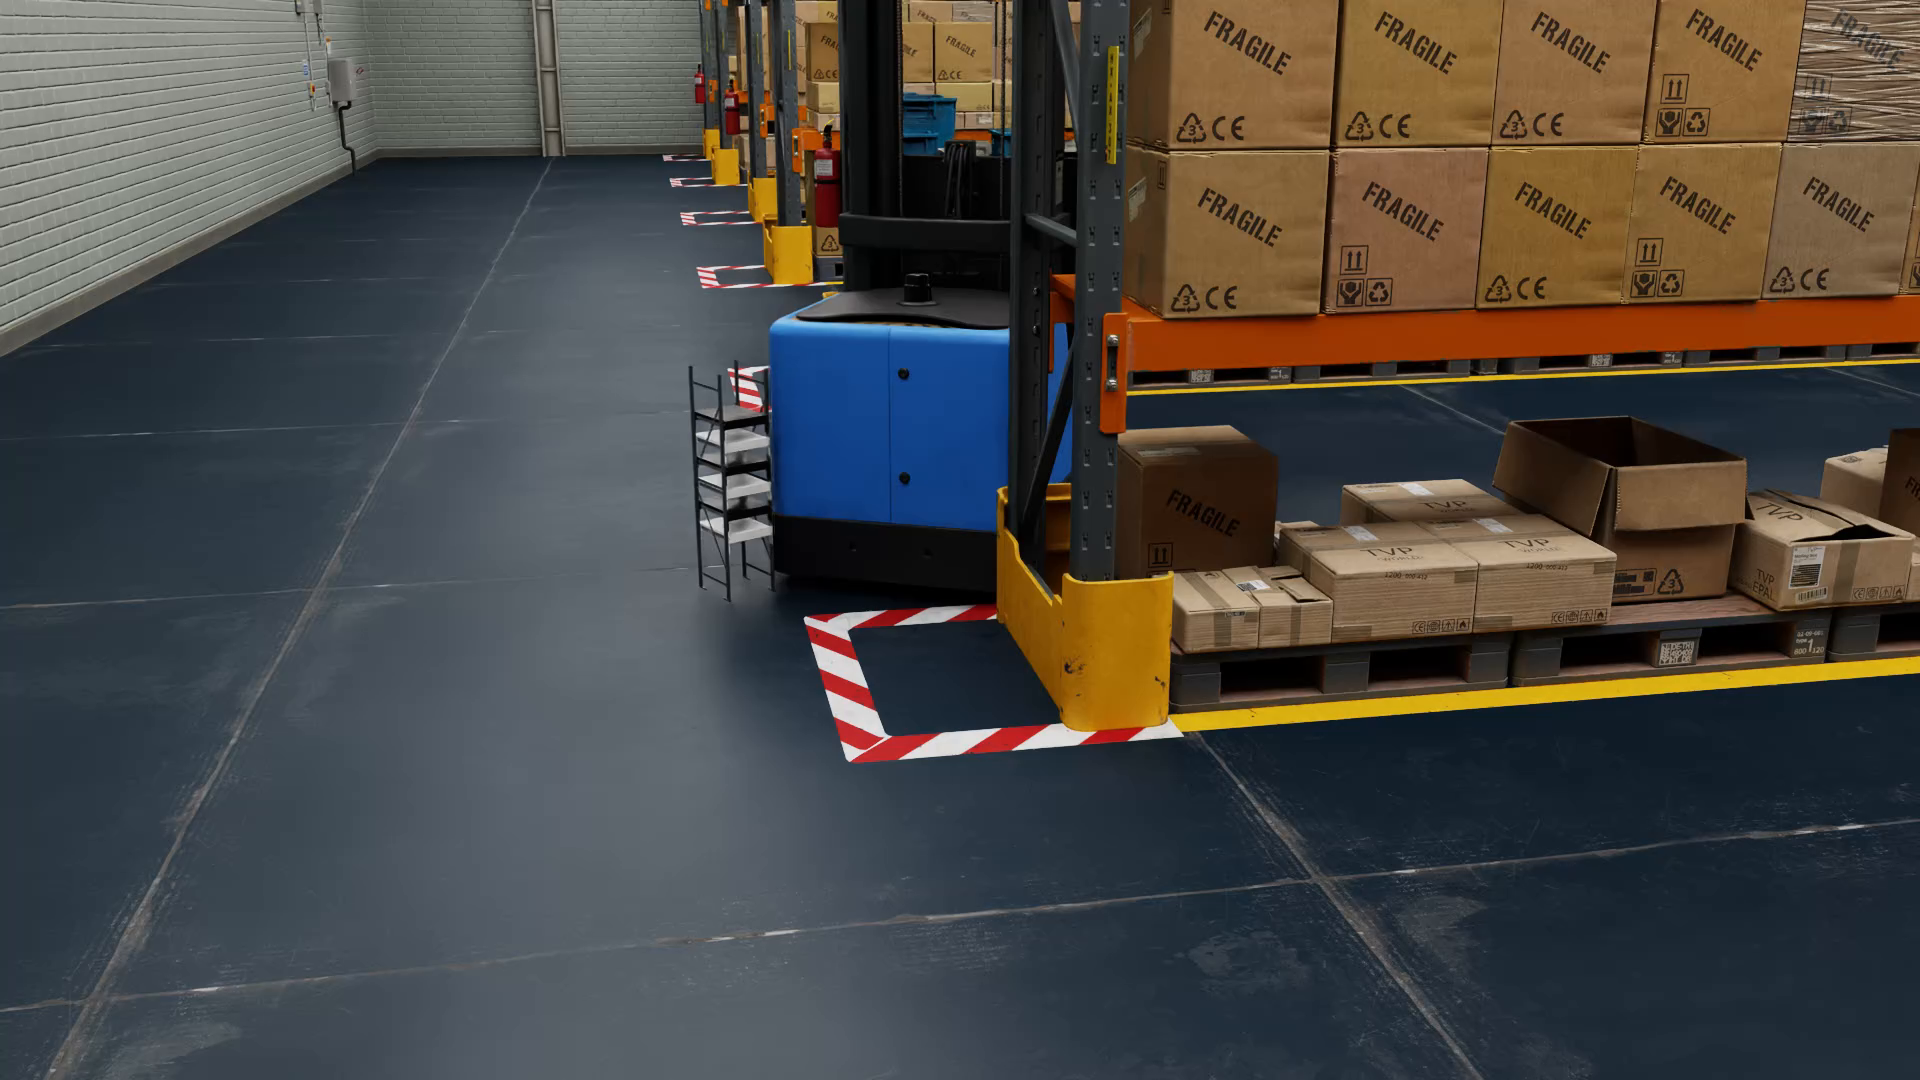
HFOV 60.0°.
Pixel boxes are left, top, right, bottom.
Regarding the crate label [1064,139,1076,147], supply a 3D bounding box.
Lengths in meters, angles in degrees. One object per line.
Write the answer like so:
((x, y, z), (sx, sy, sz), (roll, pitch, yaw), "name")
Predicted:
((0.719, -2.455, 10.526), (0.243, 0.136, 0.396), (-3, 17, -10), "crate label")

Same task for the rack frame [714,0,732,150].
((-3.423, -6.705, 24.016), (0.127, 3.000, 1.000), (-3, 17, -10), "rack frame")

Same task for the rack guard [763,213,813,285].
((-1.566, -2.652, 15.078), (0.348, 0.500, 1.175), (-3, 17, -10), "rack guard")

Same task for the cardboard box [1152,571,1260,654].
((0.809, 0.236, 5.524), (0.250, 0.149, 0.380), (-3, 17, -10), "cardboard box")

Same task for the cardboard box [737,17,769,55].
((-2.897, -7.175, 23.674), (0.500, 0.500, 0.500), (-4, 17, -12), "cardboard box")

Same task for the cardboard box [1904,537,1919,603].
((3.398, 0.089, 6.002), (0.250, 0.149, 0.380), (-3, 17, -10), "cardboard box")

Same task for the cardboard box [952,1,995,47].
((0.121, -6.015, 19.391), (0.500, 0.500, 0.500), (-3, 17, -9), "cardboard box")

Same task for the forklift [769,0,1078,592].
((0.125, -1.592, 7.486), (1.130, 2.935, 3.031), (5, 18, 14), "forklift")

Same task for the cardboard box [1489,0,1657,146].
((1.822, -1.524, 5.276), (0.500, 0.500, 0.500), (-3, 17, -10), "cardboard box")

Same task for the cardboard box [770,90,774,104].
((-2.118, -5.263, 19.750), (0.250, 0.149, 0.380), (-3, 17, -10), "cardboard box")

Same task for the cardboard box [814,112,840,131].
((-1.132, -3.653, 14.507), (0.250, 0.149, 0.380), (-3, 17, -10), "cardboard box")

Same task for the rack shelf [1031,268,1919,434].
((2.296, -0.760, 5.885), (4.000, 0.370, 1.077), (-3, 17, -10), "rack shelf")

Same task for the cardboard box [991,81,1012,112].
((0.494, -3.956, 14.815), (0.500, 0.250, 0.500), (-4, 17, -12), "cardboard box")

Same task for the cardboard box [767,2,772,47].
((-1.982, -6.049, 19.500), (0.500, 0.500, 0.500), (-4, 17, -12), "cardboard box")

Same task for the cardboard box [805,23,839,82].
((-1.114, -4.380, 14.918), (0.500, 0.500, 0.500), (-3, 17, -10), "cardboard box")

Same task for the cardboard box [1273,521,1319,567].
((1.235, 0.054, 6.087), (0.250, 0.166, 0.380), (-3, 17, -10), "cardboard box")

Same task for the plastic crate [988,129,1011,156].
((0.348, -2.325, 9.937), (0.300, 0.233, 0.416), (-3, 17, -10), "plastic crate")

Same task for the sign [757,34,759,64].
((-2.281, -5.541, 18.752), (0.005, 0.325, 0.100), (-3, 17, -10), "sign")

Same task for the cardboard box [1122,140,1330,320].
((0.818, -0.989, 5.235), (0.500, 0.500, 0.500), (-3, 17, -9), "cardboard box")

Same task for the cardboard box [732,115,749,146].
((-3.750, -7.150, 29.001), (0.637, 0.503, 0.797), (-4, 18, -13), "cardboard box")

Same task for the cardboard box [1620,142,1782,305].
((2.308, -1.073, 5.511), (0.500, 0.500, 0.500), (-3, 17, -10), "cardboard box")

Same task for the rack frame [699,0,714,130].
((-4.368, -8.136, 28.674), (0.127, 3.000, 1.000), (-3, 17, -10), "rack frame")

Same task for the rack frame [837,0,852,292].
((-0.603, -2.420, 10.066), (0.127, 3.000, 1.000), (-3, 17, -10), "rack frame")

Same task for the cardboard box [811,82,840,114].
((-1.020, -3.868, 14.527), (0.500, 0.250, 0.500), (-4, 17, -12), "cardboard box")

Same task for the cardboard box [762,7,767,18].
((-2.778, -7.516, 23.678), (0.250, 0.149, 0.380), (-3, 17, -9), "cardboard box")

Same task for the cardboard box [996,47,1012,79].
((0.611, -5.559, 19.610), (0.500, 0.500, 0.500), (-4, 17, -12), "cardboard box")

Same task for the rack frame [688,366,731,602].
((-0.973, -0.215, 6.464), (0.006, 0.900, 0.240), (-13, 21, -36), "rack frame")

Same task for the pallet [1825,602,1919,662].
((3.586, 0.156, 6.428), (1.213, 0.211, 1.003), (-3, 17, -10), "pallet")

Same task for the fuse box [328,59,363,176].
((-9.210, -6.382, 25.159), (0.414, 1.711, 0.539), (-3, 17, -10), "fuse box")

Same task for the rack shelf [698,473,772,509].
((-0.893, -0.202, 6.533), (0.200, 0.077, 0.258), (-13, 21, -36), "rack shelf")

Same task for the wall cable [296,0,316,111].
((-8.955, -6.885, 22.818), (0.123, 1.953, 0.585), (-3, 17, -10), "wall cable")

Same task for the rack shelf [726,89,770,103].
((-1.459, -6.472, 24.484), (4.000, 0.370, 1.077), (-3, 17, -10), "rack shelf")

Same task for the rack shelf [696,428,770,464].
((-0.893, -0.374, 6.481), (0.200, 0.077, 0.258), (-13, 21, -36), "rack shelf")

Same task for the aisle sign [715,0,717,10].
((-3.438, -7.860, 23.349), (0.004, 0.787, 0.394), (-3, 17, -10), "aisle sign")

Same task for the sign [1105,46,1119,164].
((0.436, -1.250, 4.780), (0.005, 0.325, 0.100), (-3, 17, -10), "sign")

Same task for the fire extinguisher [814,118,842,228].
((-0.838, -2.328, 10.532), (0.183, 0.674, 0.296), (-3, 17, -10), "fire extinguisher")

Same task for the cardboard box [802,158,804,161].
((-1.913, -4.509, 19.992), (0.250, 0.149, 0.380), (-3, 17, -10), "cardboard box")

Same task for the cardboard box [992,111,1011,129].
((0.378, -3.739, 14.787), (0.250, 0.149, 0.380), (-4, 17, -12), "cardboard box")

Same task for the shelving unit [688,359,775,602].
((-0.893, -0.234, 6.524), (0.210, 0.900, 0.258), (-13, 21, -36), "shelving unit")

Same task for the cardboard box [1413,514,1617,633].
((1.902, 0.108, 5.769), (0.500, 0.250, 0.500), (-3, 17, -10), "cardboard box")

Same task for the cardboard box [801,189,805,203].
((-1.809, -4.058, 19.540), (0.250, 0.149, 0.380), (-3, 17, -9), "cardboard box")

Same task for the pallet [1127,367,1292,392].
((1.409, -1.189, 10.807), (1.213, 0.211, 1.003), (-3, 17, -10), "pallet")

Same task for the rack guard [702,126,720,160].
((-4.293, -6.945, 29.055), (0.348, 0.500, 1.175), (-3, 17, -10), "rack guard")

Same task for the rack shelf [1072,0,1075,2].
((-0.421, -6.485, 19.416), (4.000, 0.370, 1.077), (-3, 17, -10), "rack shelf")

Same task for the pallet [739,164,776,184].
((-2.653, -5.439, 24.644), (1.213, 0.211, 1.003), (-3, 17, -10), "pallet")

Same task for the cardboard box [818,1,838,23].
((-1.399, -5.930, 19.113), (0.500, 0.500, 0.500), (-3, 17, -9), "cardboard box")

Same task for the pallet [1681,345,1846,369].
((5.290, -1.410, 11.526), (1.213, 0.211, 1.003), (-3, 17, -10), "pallet")

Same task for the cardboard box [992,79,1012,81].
((0.391, -4.109, 15.313), (0.500, 0.250, 0.500), (-3, 17, -10), "cardboard box")

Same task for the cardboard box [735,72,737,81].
((-3.752, -7.982, 28.603), (0.250, 0.149, 0.380), (-3, 17, -9), "cardboard box")
